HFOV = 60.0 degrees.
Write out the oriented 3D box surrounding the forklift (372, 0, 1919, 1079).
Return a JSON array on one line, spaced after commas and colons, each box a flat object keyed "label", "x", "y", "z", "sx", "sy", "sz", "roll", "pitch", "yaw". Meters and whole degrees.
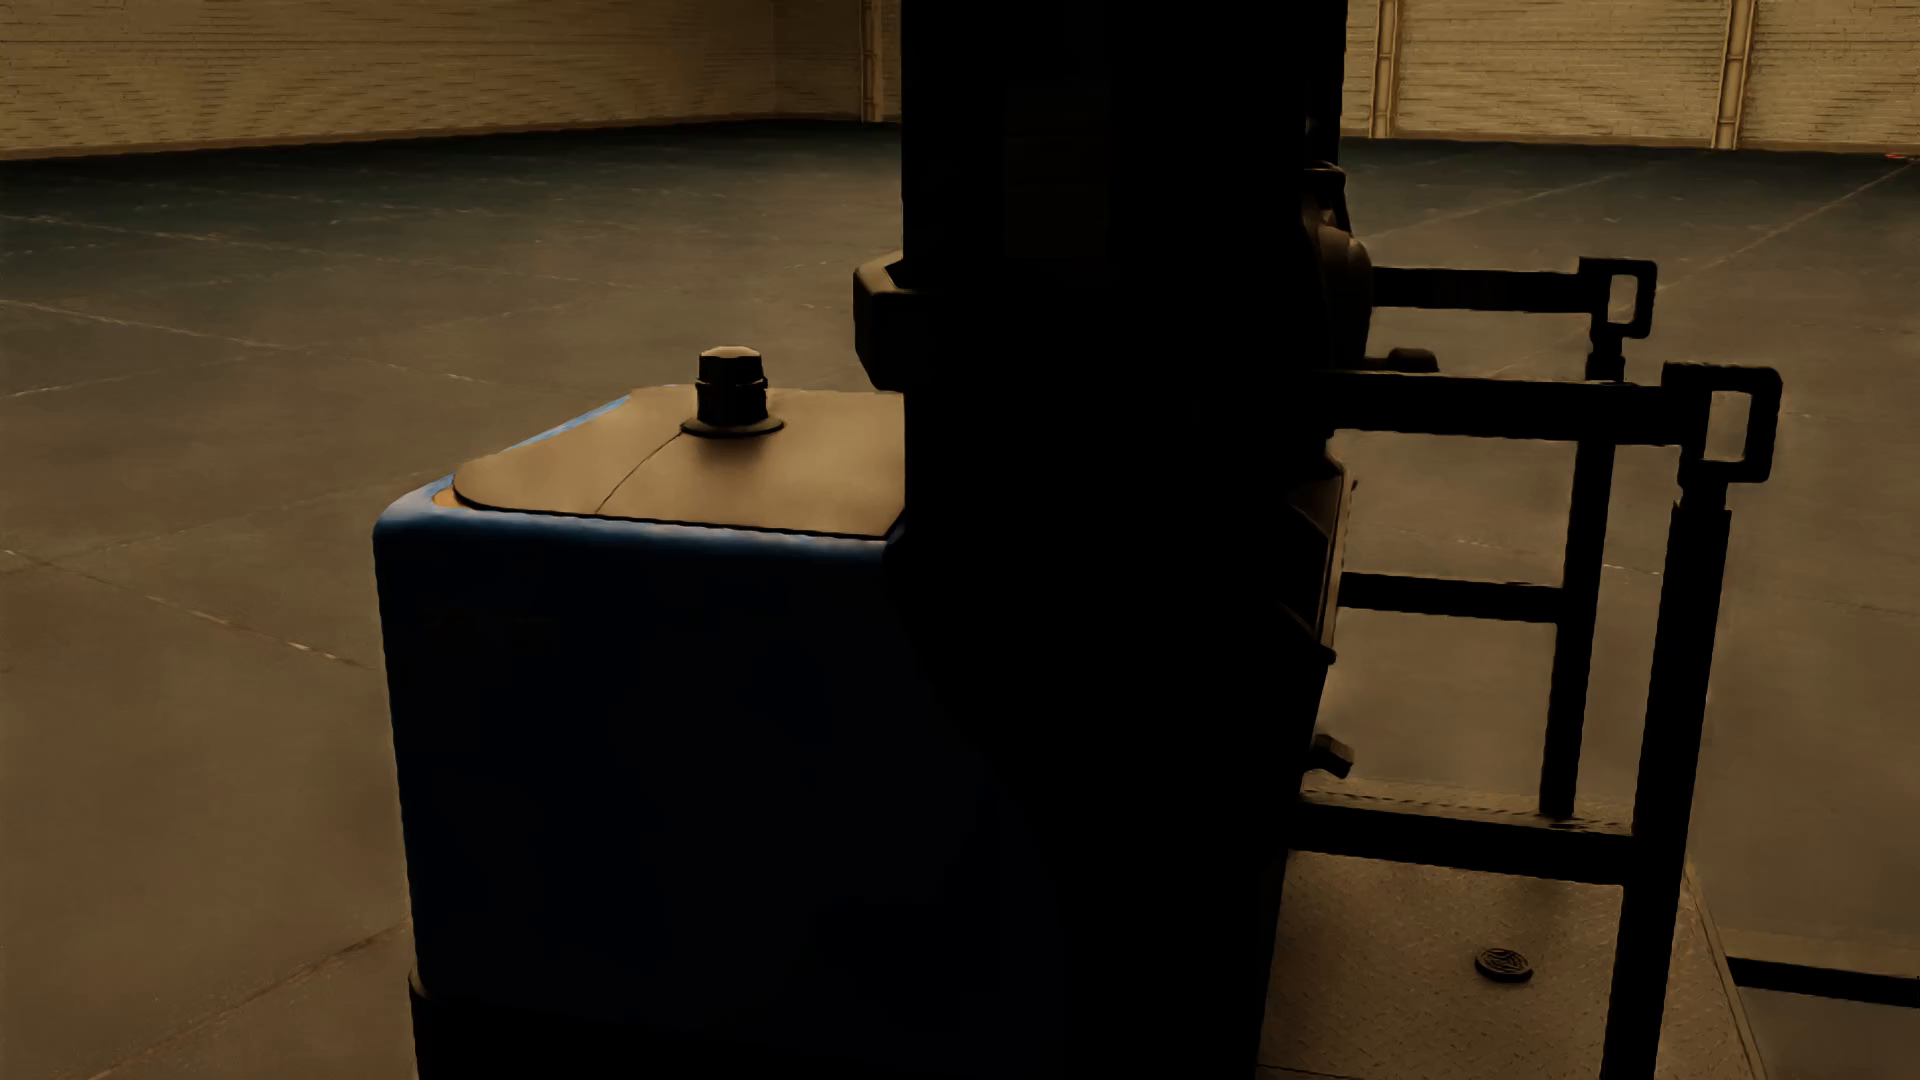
[{"label": "forklift", "x": 0.711, "y": -0.449, "z": 2.336, "sx": 3.031, "sy": 2.935, "sz": 1.130, "roll": 4, "pitch": 17, "yaw": 14}]
